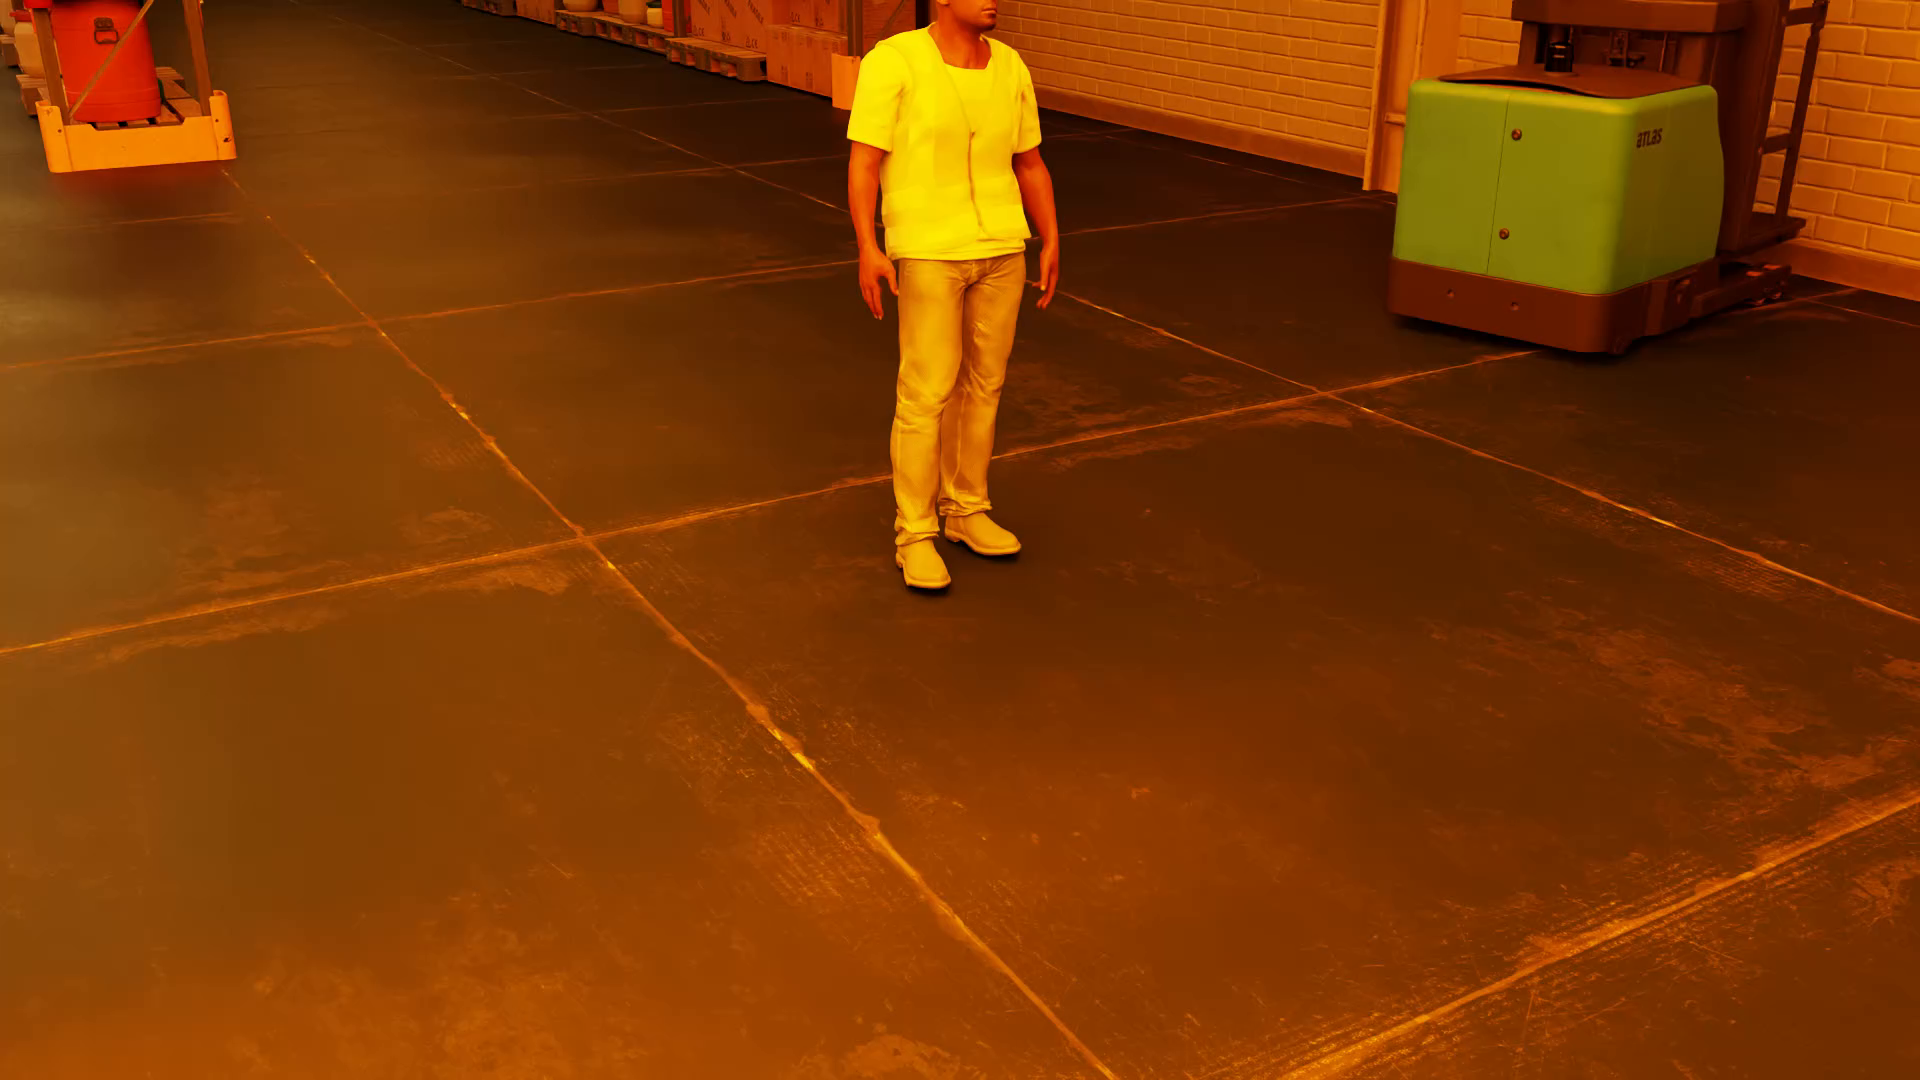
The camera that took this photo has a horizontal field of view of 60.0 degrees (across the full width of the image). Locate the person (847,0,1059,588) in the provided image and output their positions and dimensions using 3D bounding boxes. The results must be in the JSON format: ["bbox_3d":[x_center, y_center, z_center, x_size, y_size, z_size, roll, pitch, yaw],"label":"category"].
[{"bbox_3d":[0.030,-0.800,4.738,0.665,1.768,0.575,-12,25,-28],"label":"person"}]

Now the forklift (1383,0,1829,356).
[{"bbox_3d":[3.320,-2.579,7.559,3.031,2.935,1.130,-20,29,-40],"label":"forklift"}]
